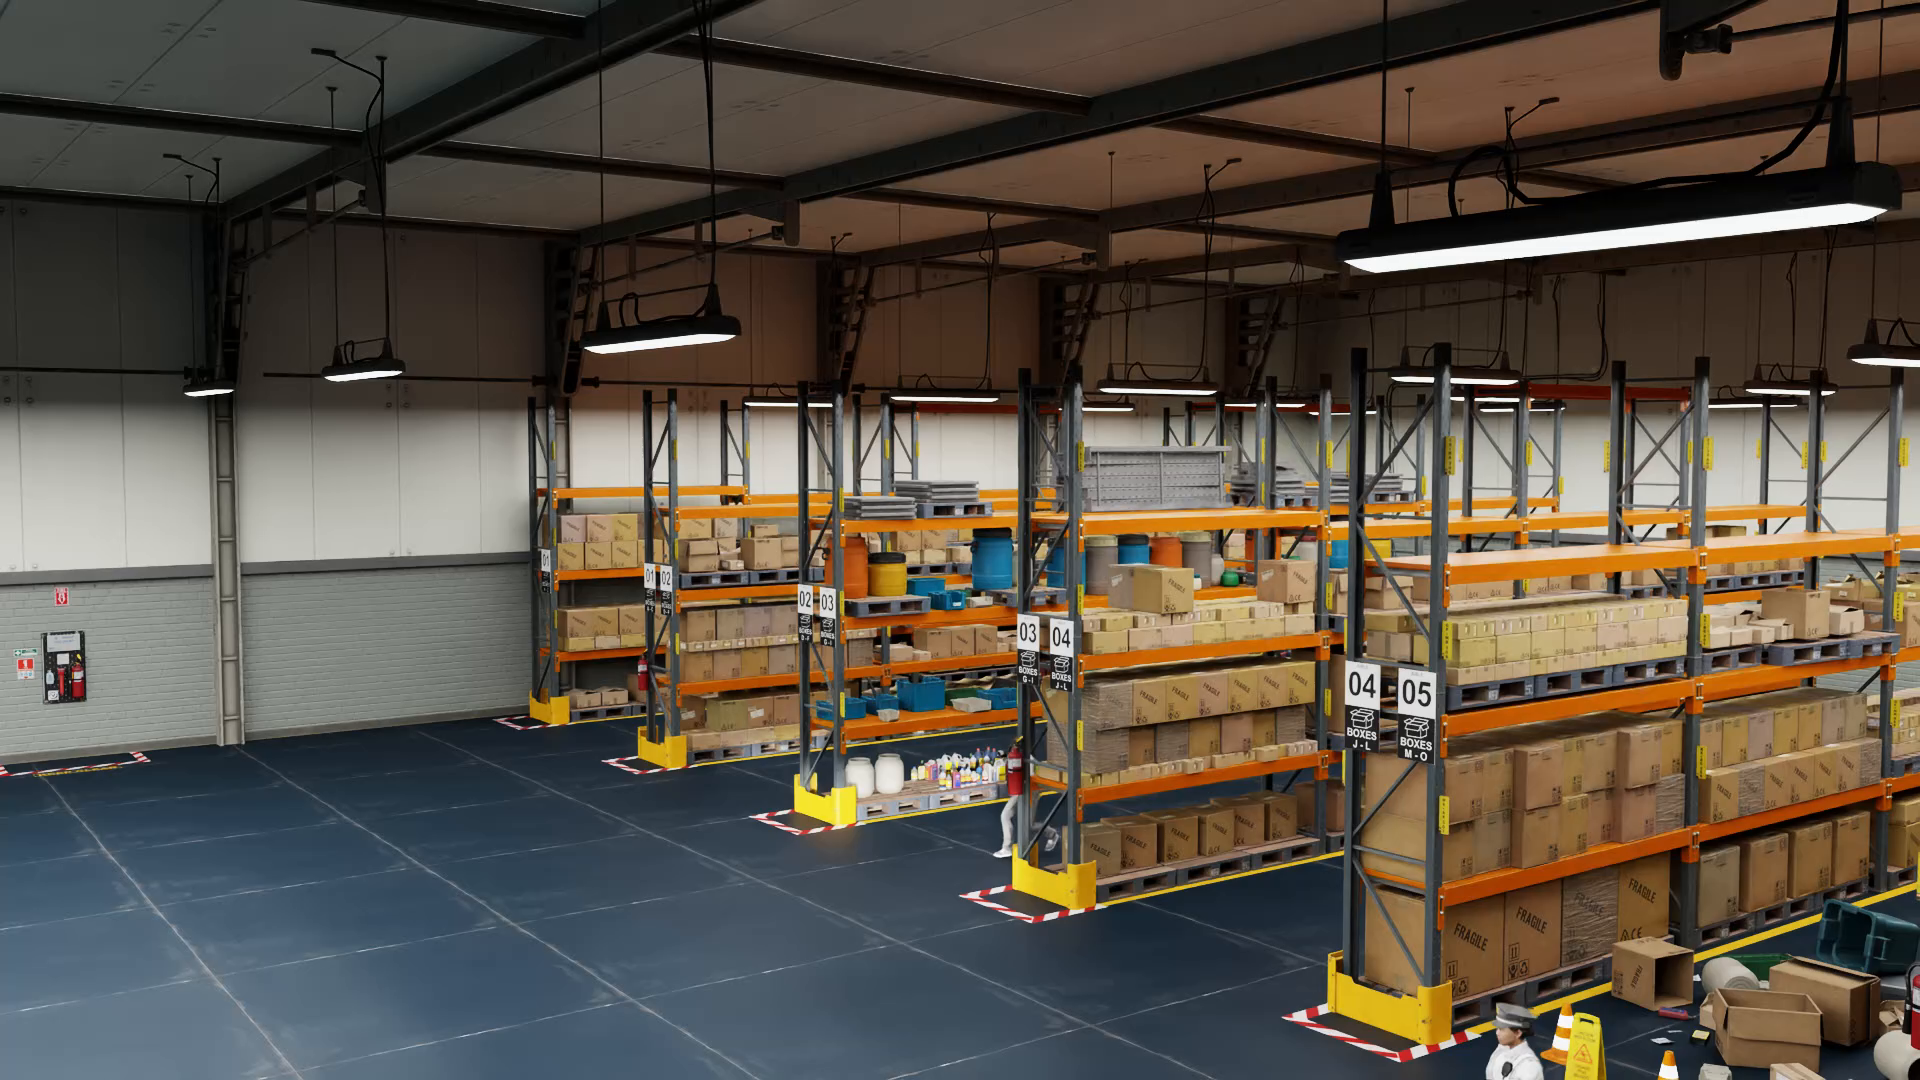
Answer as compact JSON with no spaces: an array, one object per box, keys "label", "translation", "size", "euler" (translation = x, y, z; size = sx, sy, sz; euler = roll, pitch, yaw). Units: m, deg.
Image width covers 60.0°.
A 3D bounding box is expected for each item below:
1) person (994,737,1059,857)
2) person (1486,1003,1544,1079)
[{"label":"person","translation":[0.814,3.186,20.764],"size":[0.904,1.477,0.407],"euler":[-2,4,-29]},{"label":"person","translation":[3.408,3.715,10.471],"size":[1.049,1.616,0.514],"euler":[0,3,0]}]
